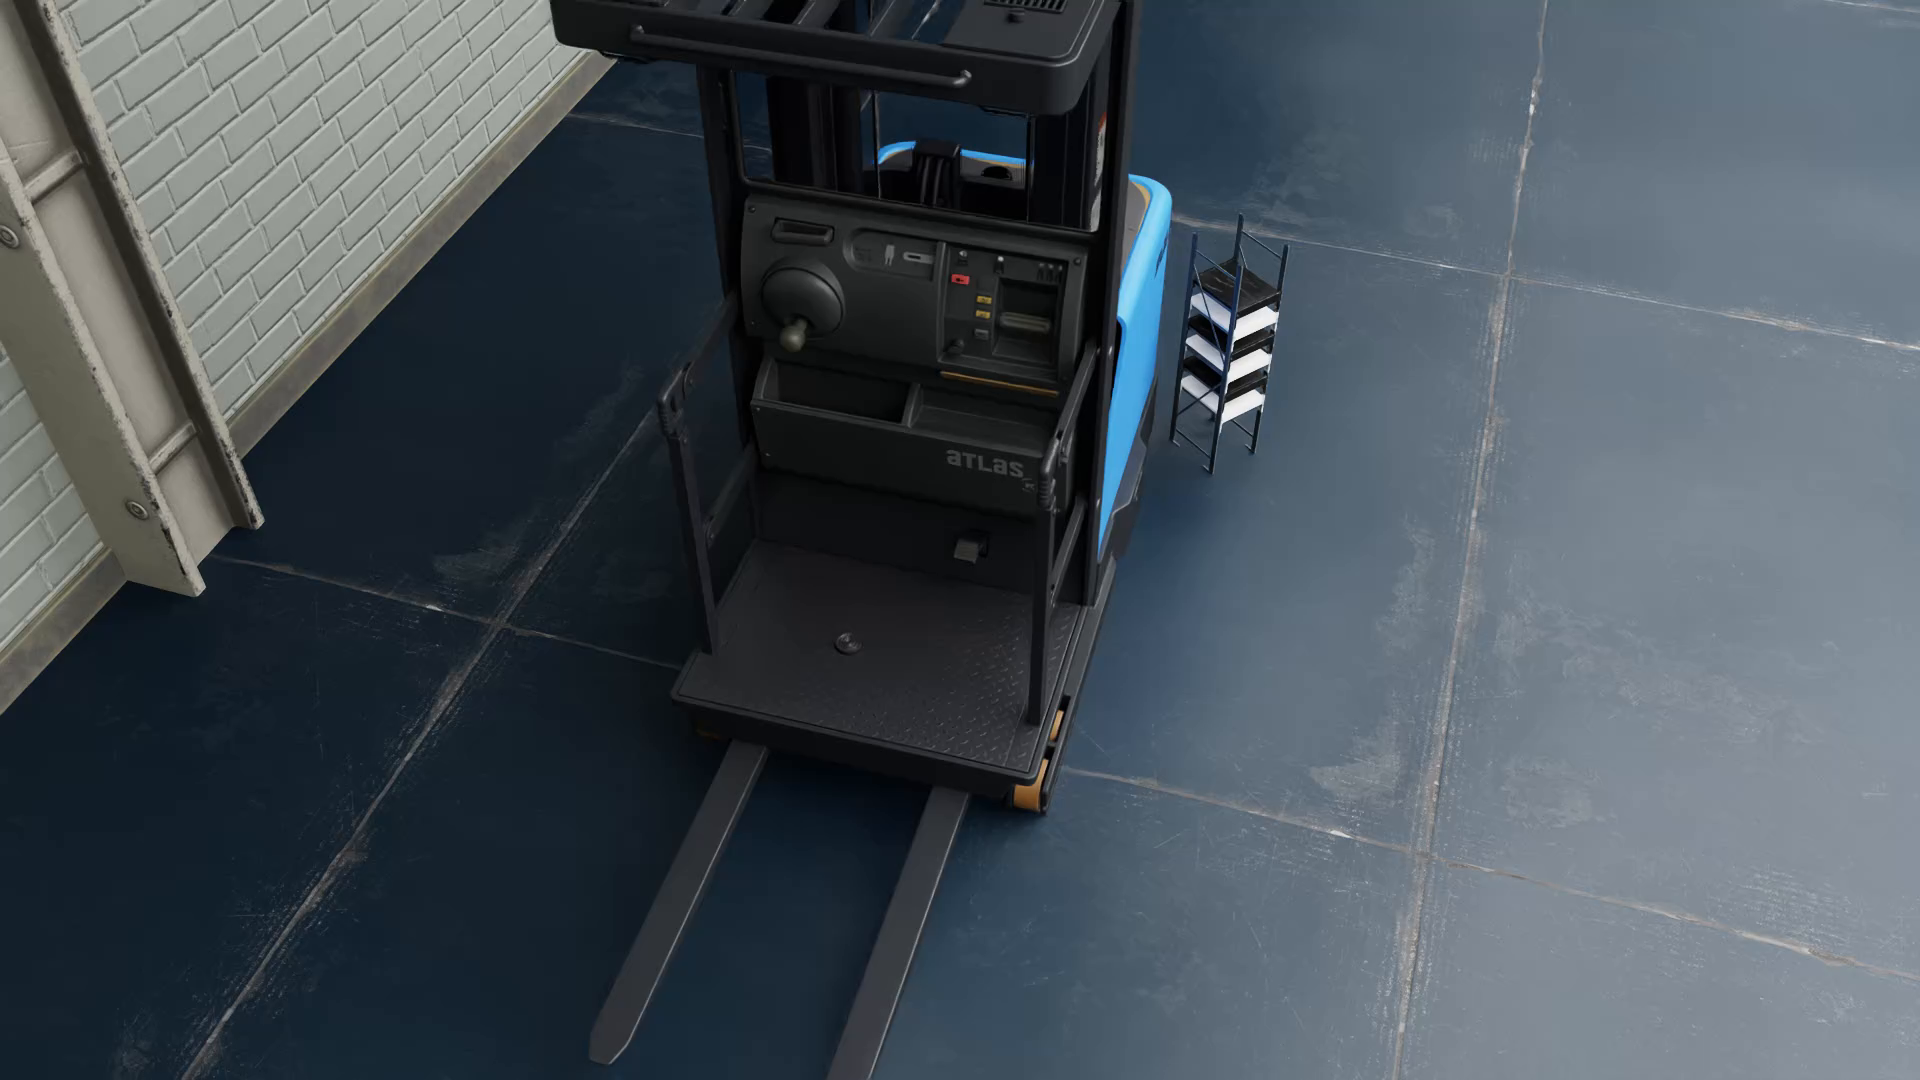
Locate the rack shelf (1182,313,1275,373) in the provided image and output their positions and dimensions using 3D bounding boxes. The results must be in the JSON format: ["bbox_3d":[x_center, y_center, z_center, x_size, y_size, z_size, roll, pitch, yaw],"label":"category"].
[{"bbox_3d":[0.926,-0.708,5.749,0.200,0.077,0.258,-26,50,-24],"label":"rack shelf"}]

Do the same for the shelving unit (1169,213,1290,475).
[{"bbox_3d":[0.926,-0.667,5.788,0.210,0.900,0.258,-26,50,-24],"label":"shelving unit"}]

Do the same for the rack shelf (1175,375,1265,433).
[{"bbox_3d":[0.926,-0.515,5.938,0.200,0.077,0.258,-26,50,-24],"label":"rack shelf"}]

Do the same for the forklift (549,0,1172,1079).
[{"bbox_3d":[-0.188,-0.557,4.223,1.130,2.935,3.031,11,45,11],"label":"forklift"}]

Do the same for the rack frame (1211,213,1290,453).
[{"bbox_3d":[1.010,-0.708,5.830,0.006,0.900,0.240,-26,50,-24],"label":"rack frame"}]

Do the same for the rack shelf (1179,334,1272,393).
[{"bbox_3d":[0.926,-0.643,5.812,0.200,0.077,0.258,-26,50,-24],"label":"rack shelf"}]

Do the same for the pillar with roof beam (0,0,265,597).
[{"bbox_3d":[1.466,-2.277,1.643,9.100,9.000,0.400,13,46,13],"label":"pillar with roof beam"}]

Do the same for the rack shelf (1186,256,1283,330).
[{"bbox_3d":[0.926,-0.836,5.623,0.200,0.077,0.258,-26,50,-24],"label":"rack shelf"}]

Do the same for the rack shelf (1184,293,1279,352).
[{"bbox_3d":[0.926,-0.772,5.686,0.200,0.077,0.258,-26,50,-24],"label":"rack shelf"}]

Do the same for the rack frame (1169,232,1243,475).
[{"bbox_3d":[0.843,-0.626,5.747,0.006,0.900,0.240,-26,50,-24],"label":"rack frame"}]

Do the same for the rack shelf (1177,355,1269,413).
[{"bbox_3d":[0.926,-0.579,5.875,0.200,0.077,0.258,-26,50,-24],"label":"rack shelf"}]
